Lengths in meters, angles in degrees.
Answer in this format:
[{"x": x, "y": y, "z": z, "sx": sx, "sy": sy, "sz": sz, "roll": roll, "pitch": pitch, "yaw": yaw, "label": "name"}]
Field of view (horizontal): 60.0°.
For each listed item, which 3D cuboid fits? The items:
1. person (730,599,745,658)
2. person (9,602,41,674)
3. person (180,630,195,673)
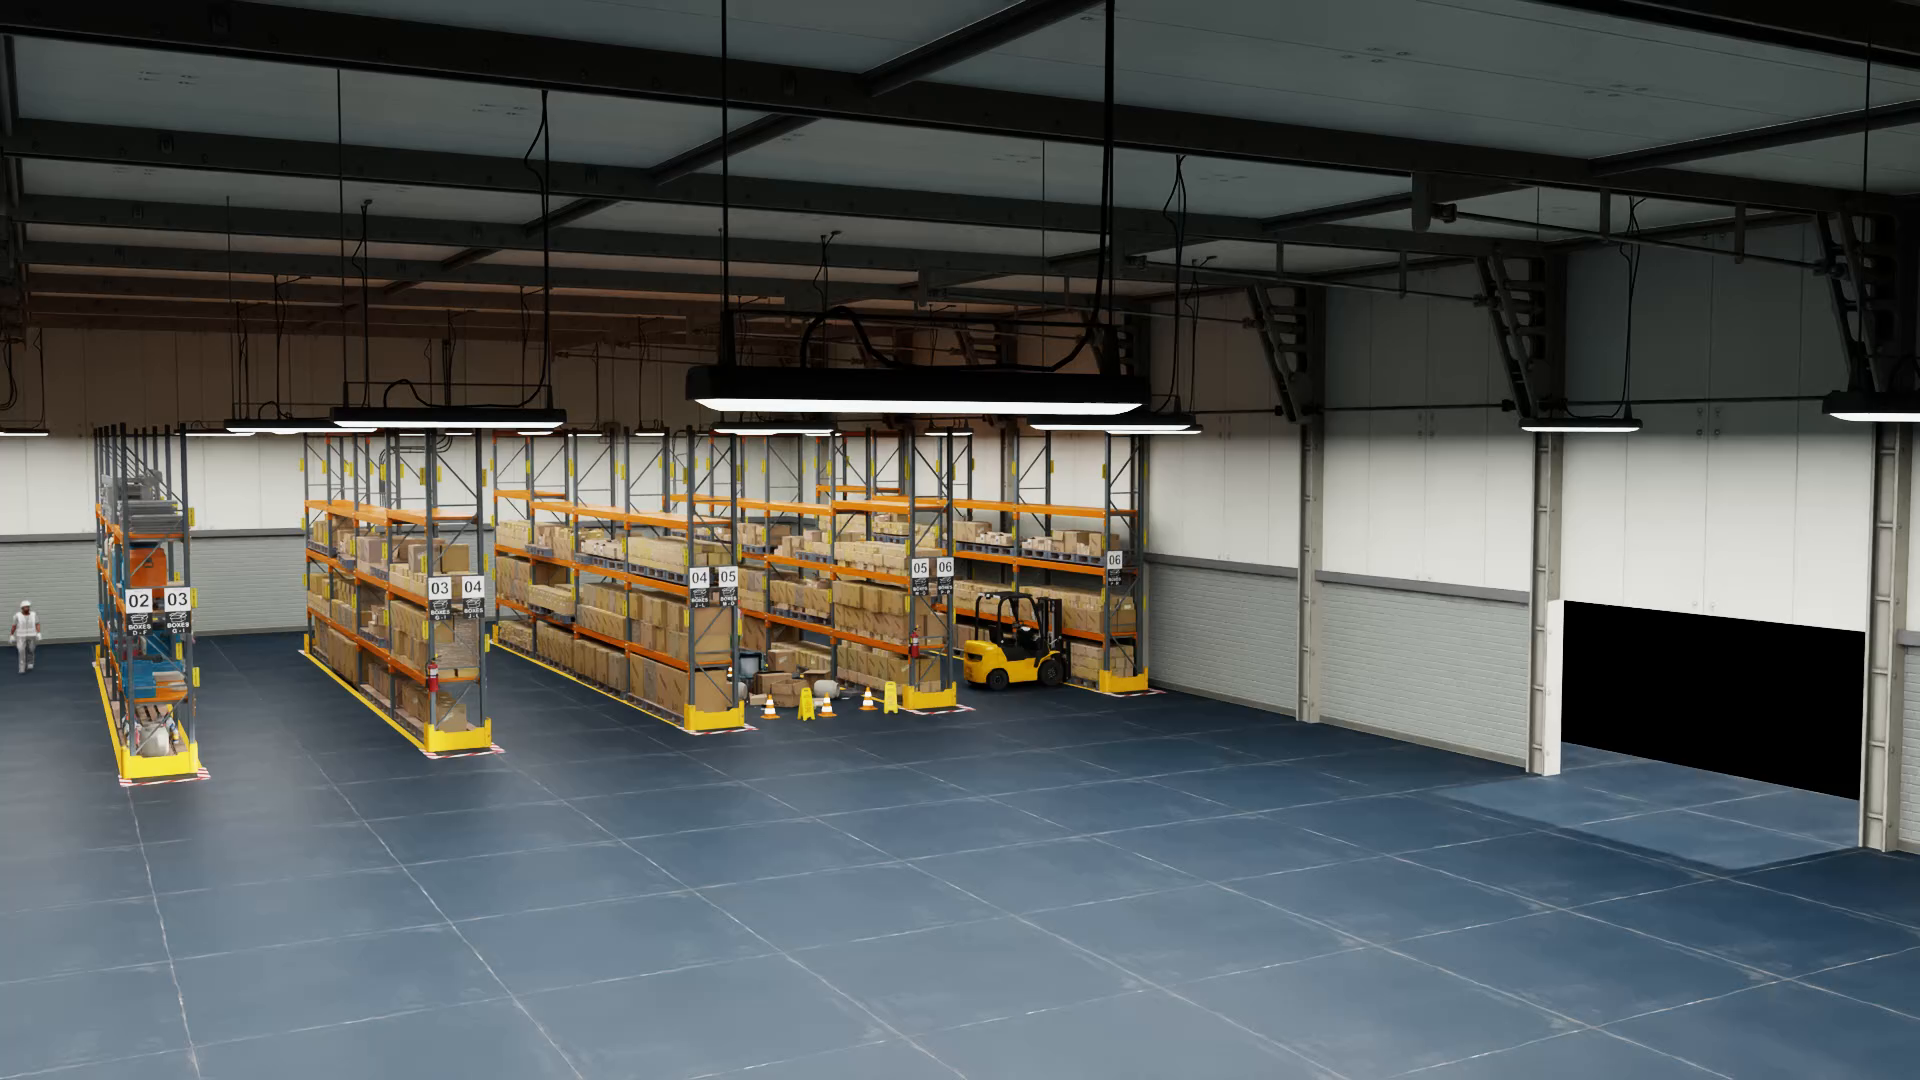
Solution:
[{"x": -5.644, "y": 2.286, "z": 41.357, "sx": 0.596, "sy": 1.731, "sz": 0.385, "roll": -2, "pitch": 4, "yaw": -29, "label": "person"}, {"x": -22.924, "y": 2.378, "z": 40.785, "sx": 0.681, "sy": 1.725, "sz": 1.112, "roll": -2, "pitch": 4, "yaw": -33, "label": "person"}, {"x": -19.152, "y": 2.451, "z": 40.958, "sx": 0.507, "sy": 1.546, "sz": 0.934, "roll": -2, "pitch": 4, "yaw": -35, "label": "person"}]
